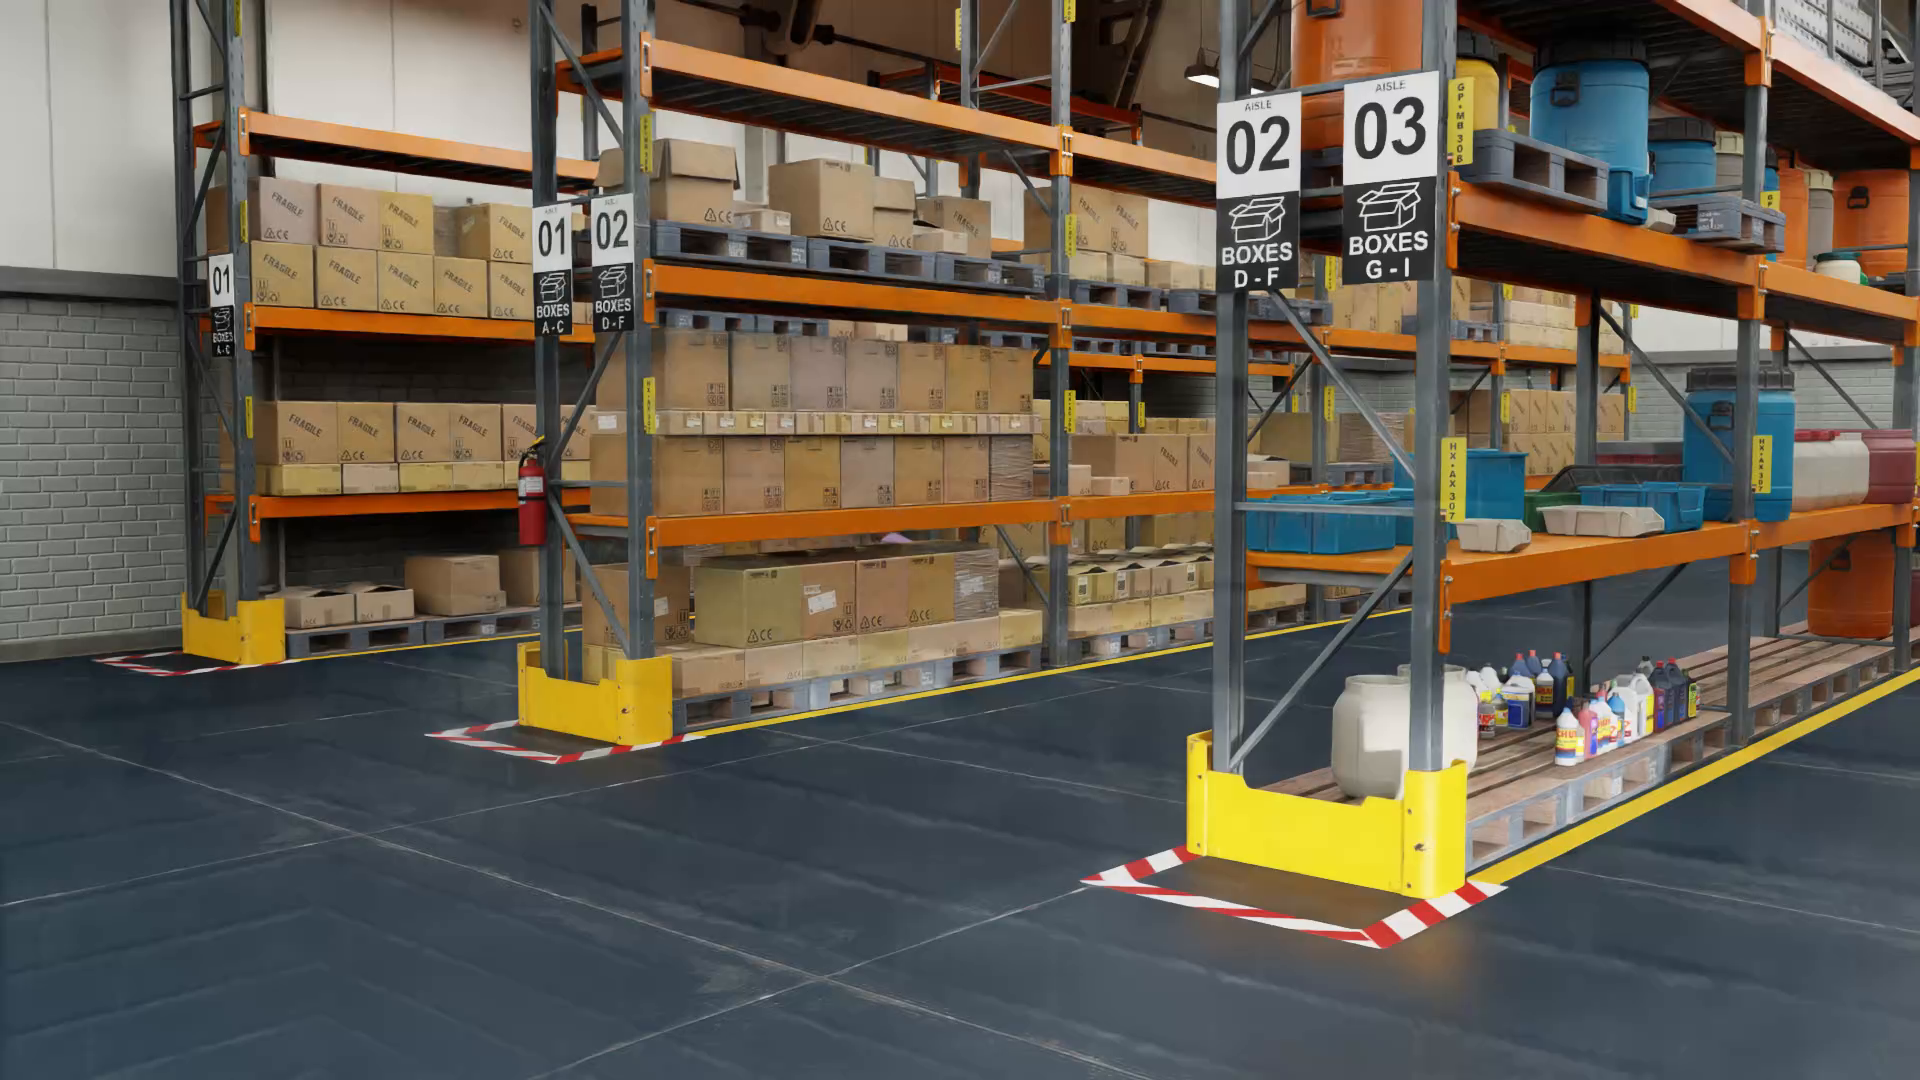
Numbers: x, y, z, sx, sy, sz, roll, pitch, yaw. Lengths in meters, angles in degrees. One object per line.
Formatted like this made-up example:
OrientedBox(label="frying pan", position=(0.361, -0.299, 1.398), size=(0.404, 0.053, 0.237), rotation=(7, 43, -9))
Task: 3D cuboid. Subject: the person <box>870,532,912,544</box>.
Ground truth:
OrientedBox(label="person", position=(-0.621, 0.292, 16.850), size=(0.811, 0.873, 0.458), rotation=(3, 5, 41))
